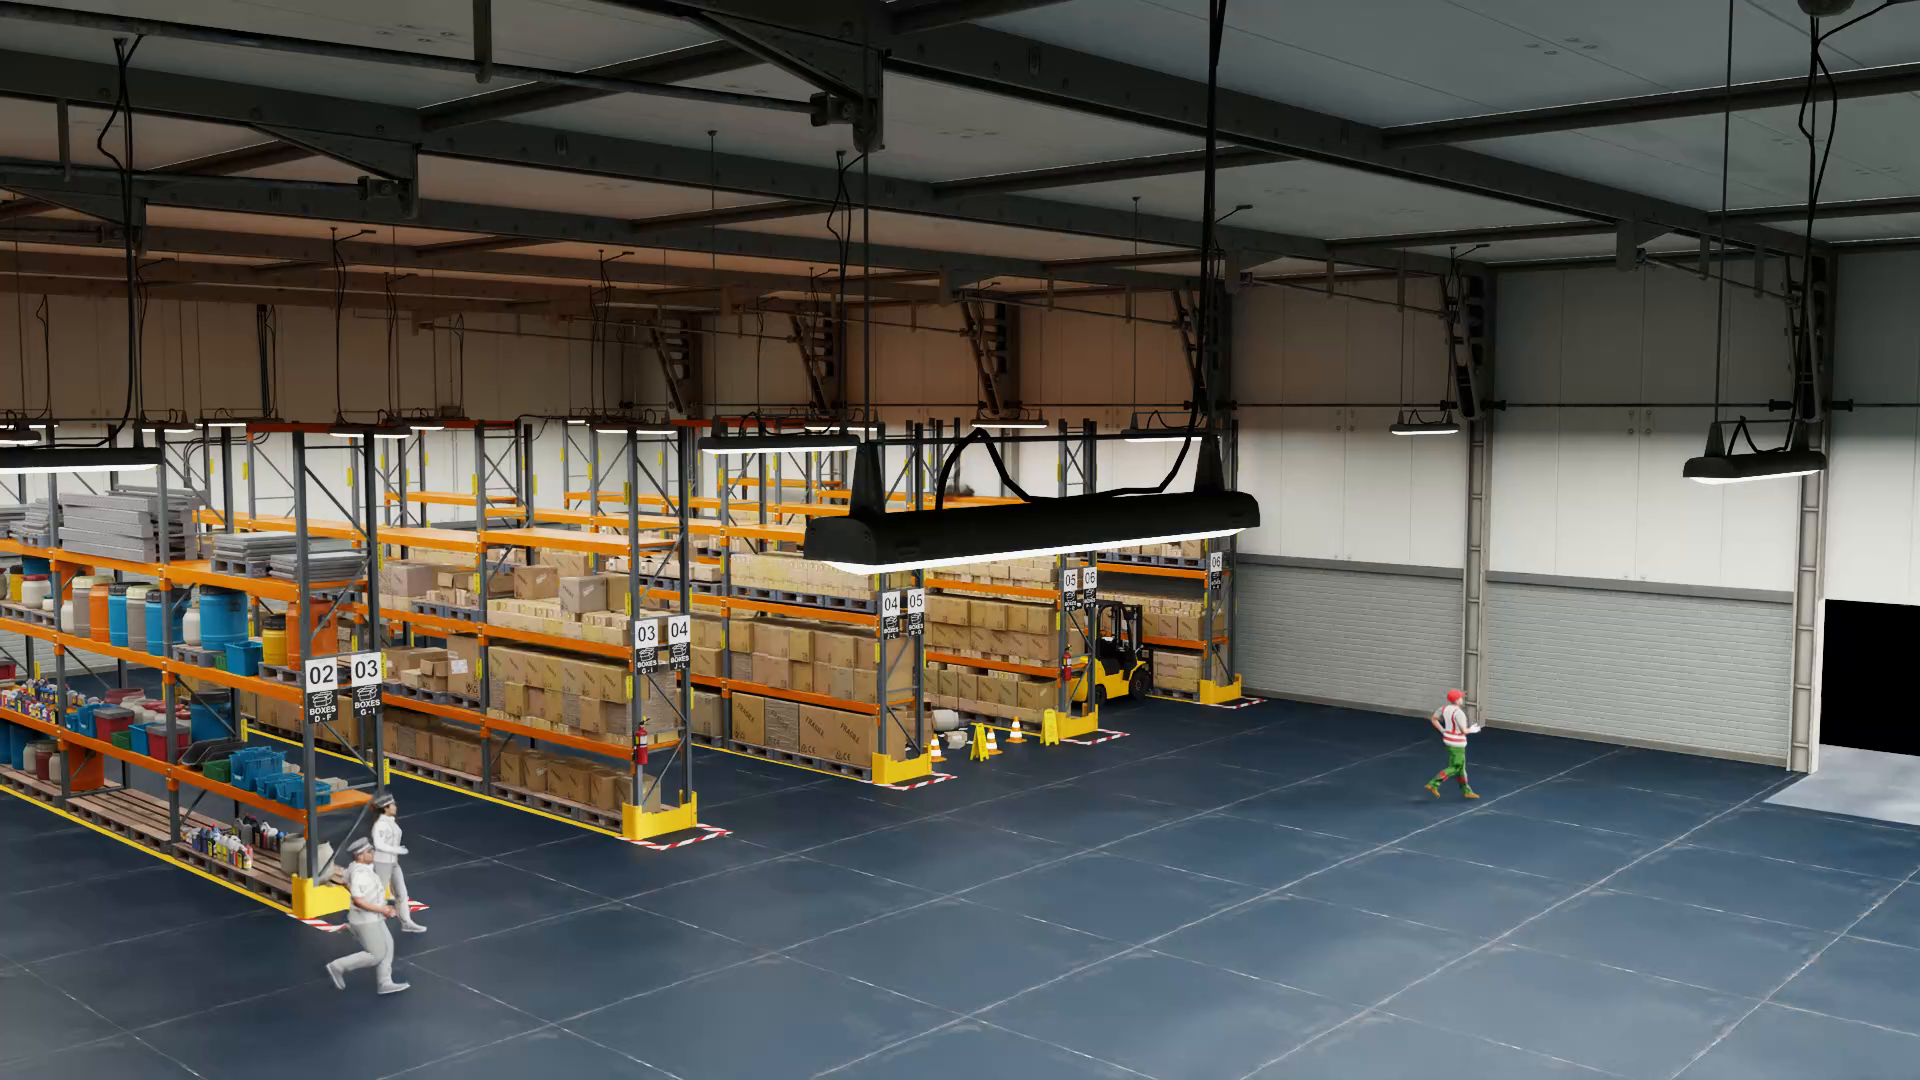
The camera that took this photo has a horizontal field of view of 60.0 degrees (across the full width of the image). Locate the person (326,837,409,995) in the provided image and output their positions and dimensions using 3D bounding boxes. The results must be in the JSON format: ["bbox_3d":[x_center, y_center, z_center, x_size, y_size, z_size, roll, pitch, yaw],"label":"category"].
[{"bbox_3d":[-6.338,4.018,17.746,0.835,1.743,0.677,-2,5,-23],"label":"person"}]

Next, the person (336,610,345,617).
[{"bbox_3d":[-14.501,2.419,38.406,0.692,1.584,0.534,2,5,24],"label":"person"}]

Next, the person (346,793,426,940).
[{"bbox_3d":[-6.818,3.850,19.762,0.889,1.689,0.658,-1,5,-11],"label":"person"}]

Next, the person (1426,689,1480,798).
[{"bbox_3d":[7.864,3.258,26.417,0.964,1.786,0.656,-1,5,-11],"label":"person"}]
